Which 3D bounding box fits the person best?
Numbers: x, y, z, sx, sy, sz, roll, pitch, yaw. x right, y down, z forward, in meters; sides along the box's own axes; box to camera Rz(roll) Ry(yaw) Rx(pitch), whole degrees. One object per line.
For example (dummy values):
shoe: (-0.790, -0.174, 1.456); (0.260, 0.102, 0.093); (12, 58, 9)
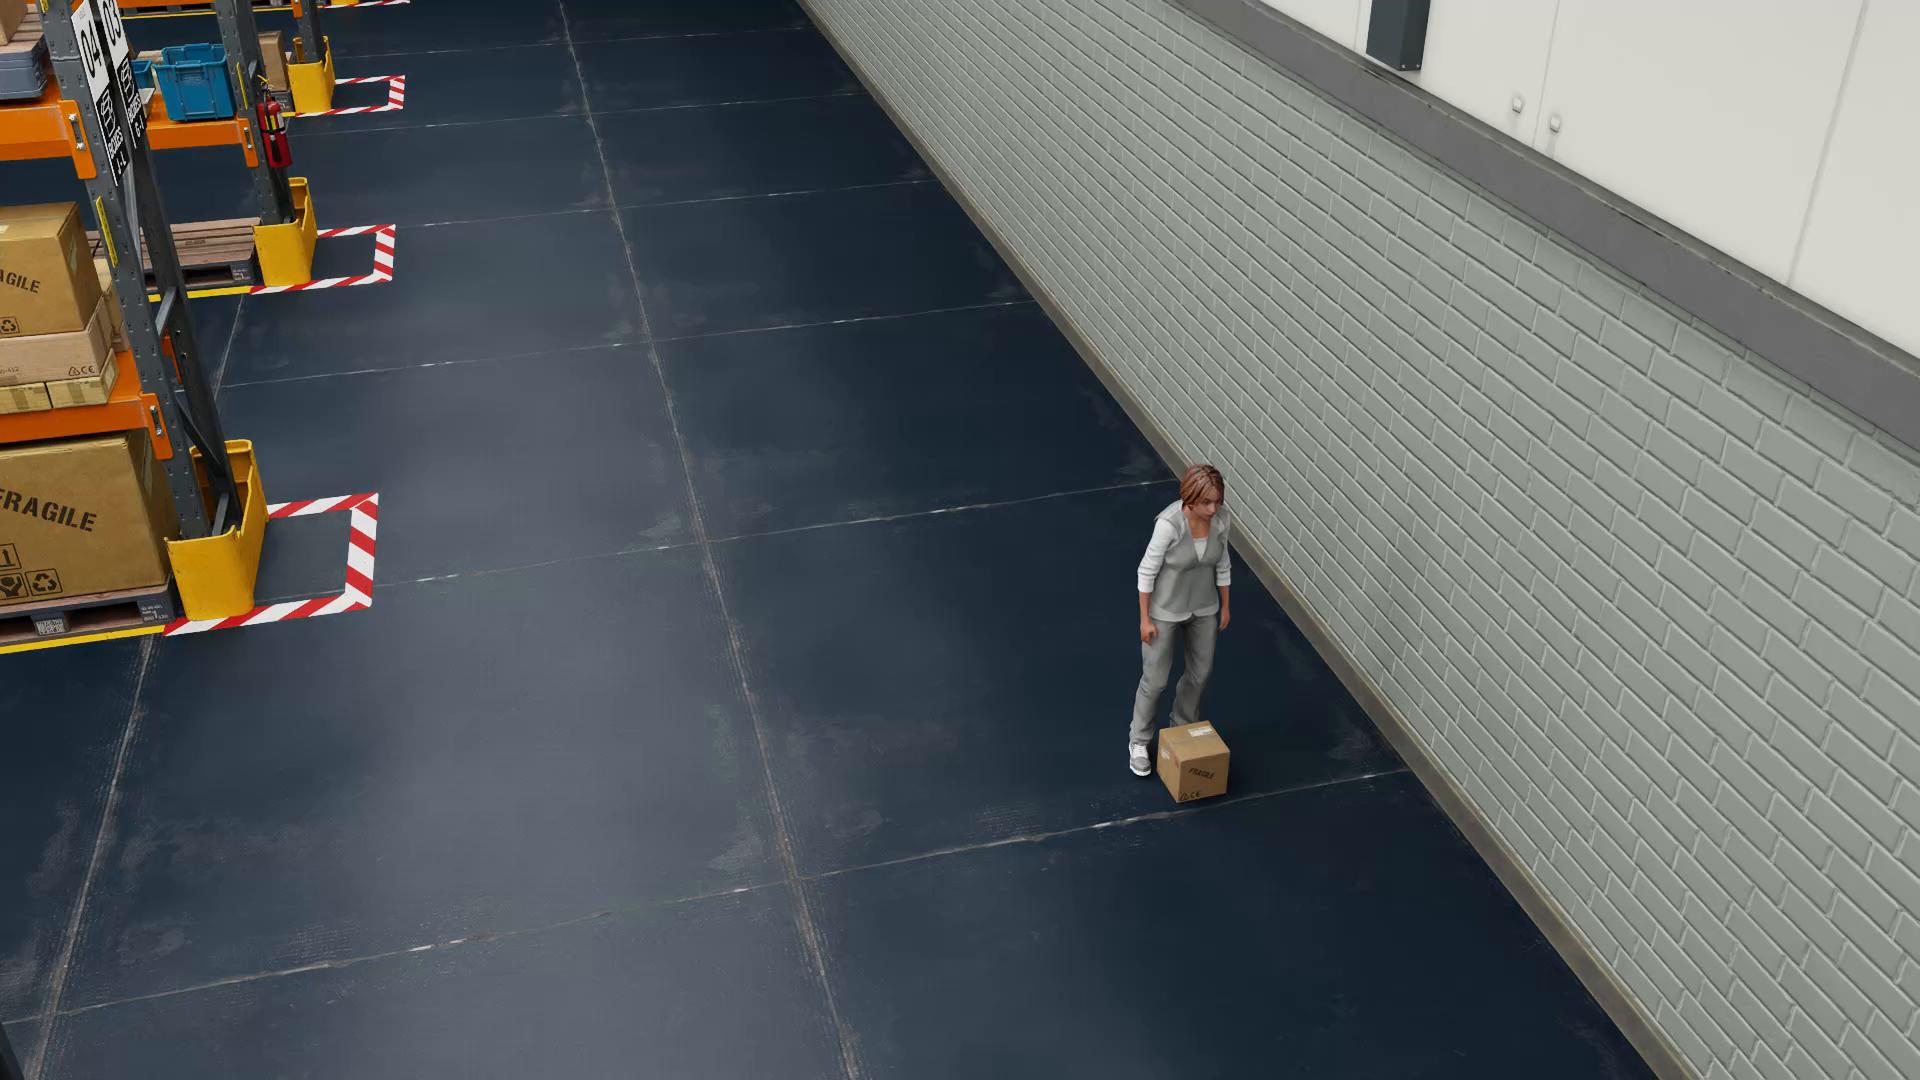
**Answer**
person: (1.023, 0.342, 7.662); (0.485, 1.593, 0.346); (-10, 32, -16)
